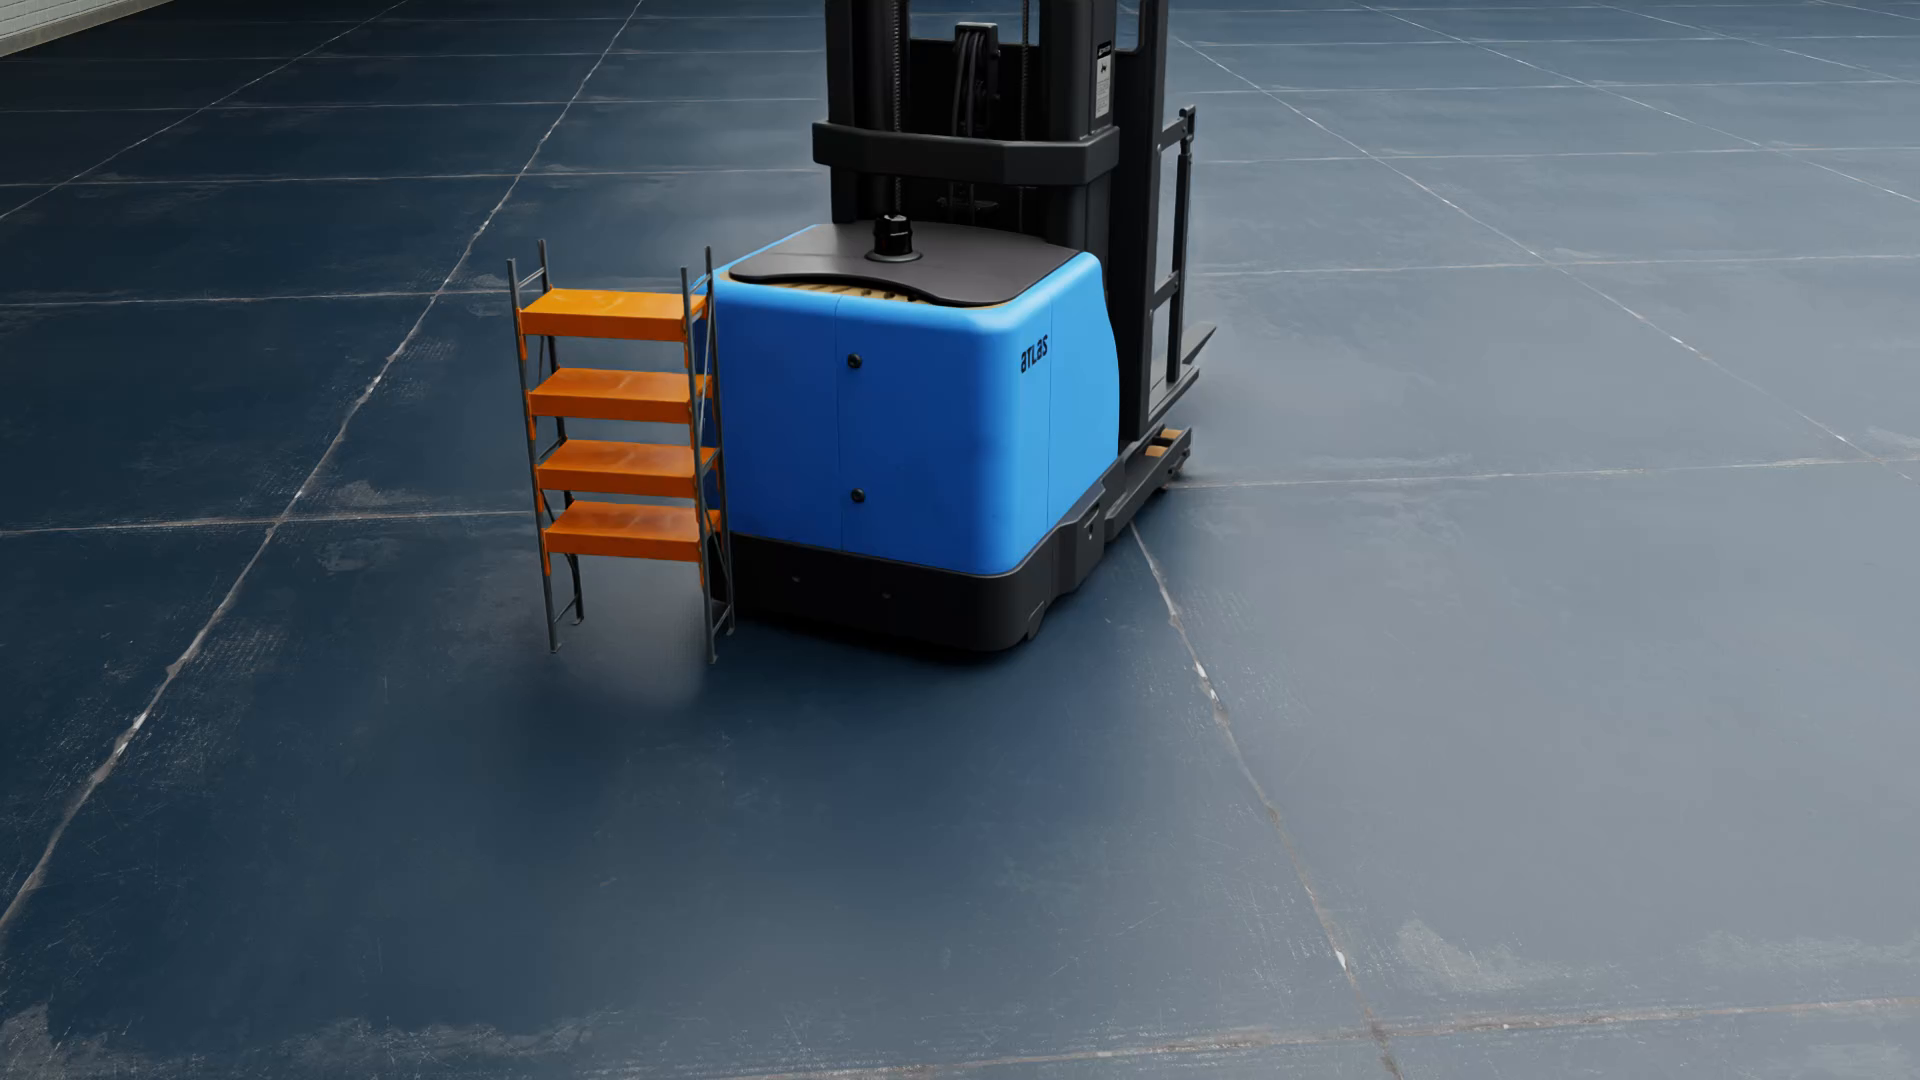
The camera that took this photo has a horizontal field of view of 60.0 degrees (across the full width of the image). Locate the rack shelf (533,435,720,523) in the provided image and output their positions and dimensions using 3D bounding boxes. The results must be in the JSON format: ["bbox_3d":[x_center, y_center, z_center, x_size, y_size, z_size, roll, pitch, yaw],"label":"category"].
[{"bbox_3d":[-0.960,-0.180,4.843,0.480,0.148,0.258,4,24,8],"label":"rack shelf"}]

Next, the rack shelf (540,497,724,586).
[{"bbox_3d":[-0.960,0.002,4.924,0.480,0.148,0.258,4,24,8],"label":"rack shelf"}]

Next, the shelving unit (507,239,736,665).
[{"bbox_3d":[-0.960,-0.241,4.816,0.503,1.200,0.258,4,24,8],"label":"shelving unit"}]

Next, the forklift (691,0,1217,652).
[{"bbox_3d":[0.236,-1.584,5.705,1.130,2.935,3.031,10,26,21],"label":"forklift"}]

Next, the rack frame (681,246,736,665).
[{"bbox_3d":[-0.719,-0.226,4.781,0.015,1.200,0.240,4,24,8],"label":"rack frame"}]

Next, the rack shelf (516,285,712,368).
[{"bbox_3d":[-0.960,-0.600,4.656,0.480,0.148,0.258,4,24,8],"label":"rack shelf"}]

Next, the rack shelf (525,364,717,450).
[{"bbox_3d":[-0.960,-0.384,4.752,0.480,0.148,0.258,4,24,8],"label":"rack shelf"}]

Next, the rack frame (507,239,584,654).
[{"bbox_3d":[-1.201,-0.257,4.850,0.015,1.200,0.240,4,24,8],"label":"rack frame"}]
